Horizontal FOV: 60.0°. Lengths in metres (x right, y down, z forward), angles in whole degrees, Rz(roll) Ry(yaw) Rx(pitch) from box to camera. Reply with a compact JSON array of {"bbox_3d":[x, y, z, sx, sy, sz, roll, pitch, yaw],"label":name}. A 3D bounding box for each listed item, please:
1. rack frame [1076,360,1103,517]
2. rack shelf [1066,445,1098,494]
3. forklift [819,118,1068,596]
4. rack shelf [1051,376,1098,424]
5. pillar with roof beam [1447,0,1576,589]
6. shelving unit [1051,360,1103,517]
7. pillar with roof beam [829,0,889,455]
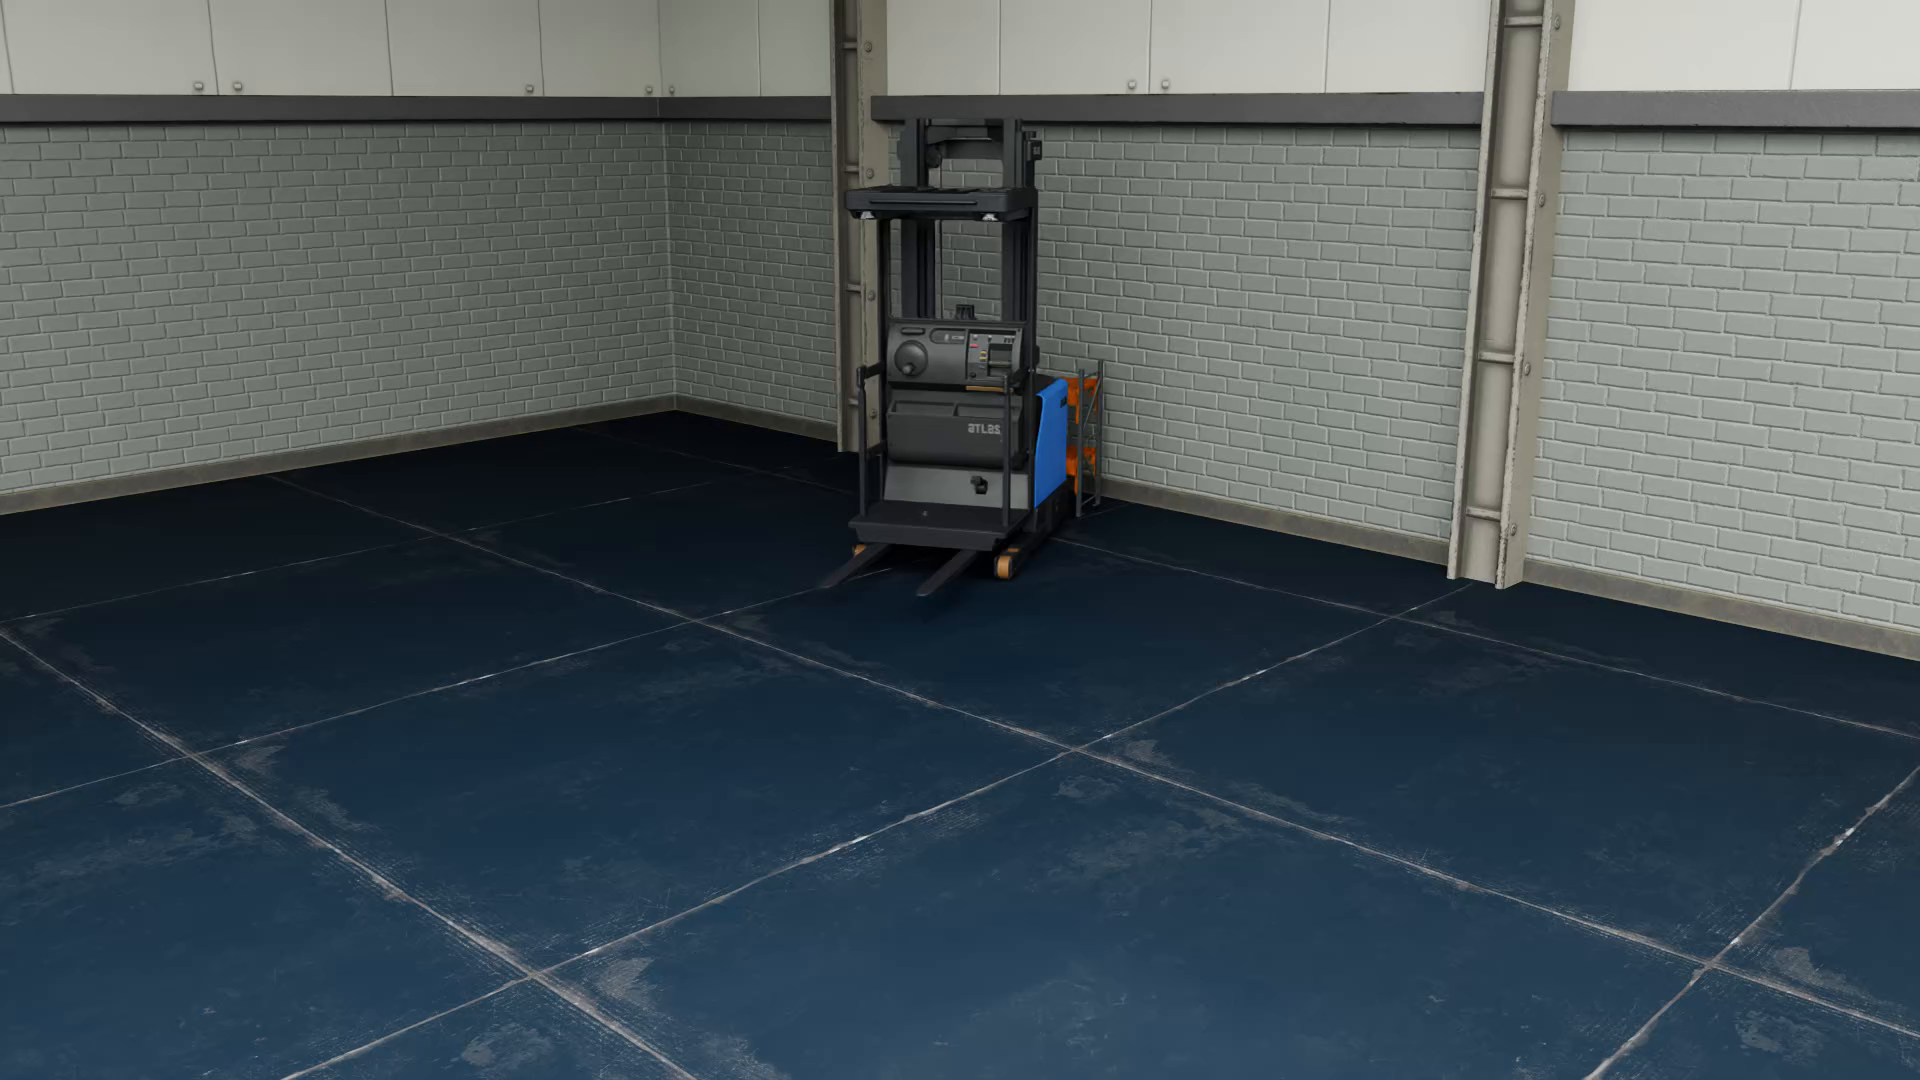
[{"bbox_3d":[0.991,-0.778,12.688,0.032,1.125,0.500,6,16,22],"label":"rack frame"},{"bbox_3d":[0.523,-0.591,12.941,1.000,0.278,0.538,6,16,22],"label":"rack shelf"},{"bbox_3d":[-0.096,-1.265,10.976,1.130,2.935,3.031,4,15,16],"label":"forklift"},{"bbox_3d":[0.523,-1.111,12.805,1.000,0.278,0.538,6,16,22],"label":"rack shelf"},{"bbox_3d":[0.471,-3.318,6.818,0.400,9.000,9.100,14,20,42],"label":"pillar with roof beam"},{"bbox_3d":[0.523,-0.828,12.879,1.048,1.125,0.538,6,16,22],"label":"shelving unit"},{"bbox_3d":[-3.848,-4.368,10.848,0.400,9.000,9.100,14,20,42],"label":"pillar with roof beam"}]
